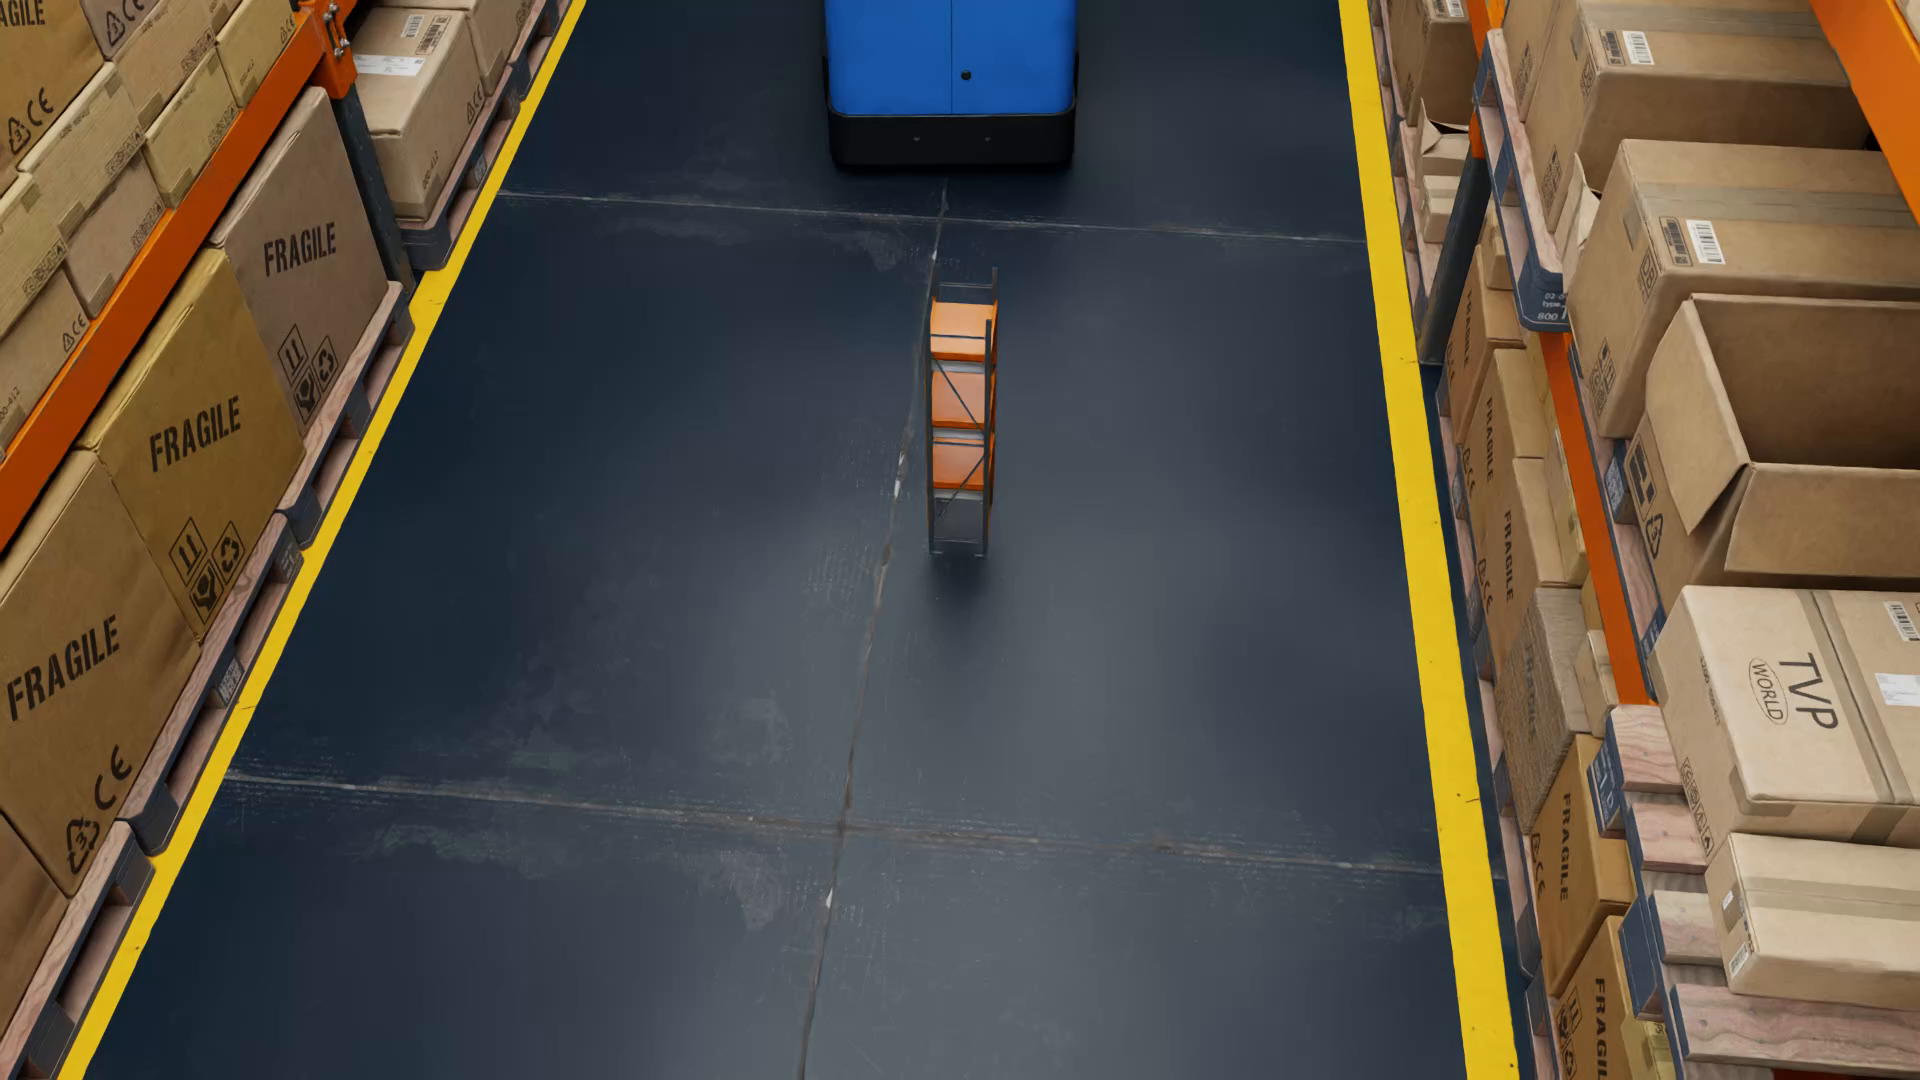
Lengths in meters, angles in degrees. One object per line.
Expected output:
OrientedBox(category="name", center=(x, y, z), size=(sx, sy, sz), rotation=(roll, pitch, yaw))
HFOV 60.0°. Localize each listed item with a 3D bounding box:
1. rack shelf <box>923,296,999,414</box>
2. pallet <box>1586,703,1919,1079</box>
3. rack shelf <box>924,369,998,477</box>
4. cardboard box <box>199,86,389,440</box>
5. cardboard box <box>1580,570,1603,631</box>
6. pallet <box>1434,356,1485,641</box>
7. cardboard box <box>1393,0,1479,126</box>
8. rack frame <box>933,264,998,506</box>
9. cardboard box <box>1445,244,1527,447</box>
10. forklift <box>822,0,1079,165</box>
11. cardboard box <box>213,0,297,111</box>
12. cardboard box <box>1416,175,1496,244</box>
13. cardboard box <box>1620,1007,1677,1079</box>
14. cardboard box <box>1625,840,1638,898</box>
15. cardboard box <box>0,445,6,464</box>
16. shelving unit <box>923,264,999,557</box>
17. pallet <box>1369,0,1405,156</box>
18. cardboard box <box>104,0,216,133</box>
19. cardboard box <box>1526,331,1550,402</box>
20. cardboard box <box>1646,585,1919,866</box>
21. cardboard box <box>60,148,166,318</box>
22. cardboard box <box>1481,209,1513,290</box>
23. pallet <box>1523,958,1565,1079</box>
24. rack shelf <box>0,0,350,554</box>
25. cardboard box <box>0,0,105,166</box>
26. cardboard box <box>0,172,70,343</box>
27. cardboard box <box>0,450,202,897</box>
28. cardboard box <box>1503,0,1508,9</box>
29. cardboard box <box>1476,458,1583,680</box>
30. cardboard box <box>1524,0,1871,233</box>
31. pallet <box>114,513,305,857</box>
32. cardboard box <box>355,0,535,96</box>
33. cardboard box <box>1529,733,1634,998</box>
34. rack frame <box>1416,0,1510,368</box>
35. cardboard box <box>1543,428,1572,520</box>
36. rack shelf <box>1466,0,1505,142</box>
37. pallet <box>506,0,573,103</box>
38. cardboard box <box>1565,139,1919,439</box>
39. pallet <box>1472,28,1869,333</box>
OrientedBox(category="rack shelf", center=(0.005, -0.578, 5.197), size=(0.215, 0.259, 0.240), rotation=(4, 48, 4))
OrientedBox(category="pallet", center=(1.886, 0.811, 3.105), size=(1.213, 0.211, 1.003), rotation=(4, 48, 4))
OrientedBox(category="rack shelf", center=(0.005, -0.386, 5.406), size=(0.215, 0.259, 0.240), rotation=(4, 48, 4))
OrientedBox(category="cardboard box", center=(-2.661, -0.985, 5.773), size=(0.875, 0.875, 0.875), rotation=(5, 48, 5))
OrientedBox(category="cardboard box", center=(1.909, 0.203, 4.502), size=(0.380, 0.149, 0.250), rotation=(4, 48, 4))
OrientedBox(category="pallet", center=(2.222, -0.149, 5.743), size=(1.003, 0.211, 1.213), rotation=(4, 48, 4))
OrientedBox(category="cardboard box", center=(2.262, -2.096, 7.044), size=(0.700, 0.500, 0.500), rotation=(2, 48, 2))
OrientedBox(category="rack frame", center=(0.016, -0.483, 5.481), size=(0.200, 1.050, 0.008), rotation=(4, 48, 4))
OrientedBox(category="cardboard box", center=(1.991, -0.648, 5.719), size=(0.500, 0.500, 0.500), rotation=(6, 48, 5))
OrientedBox(category="forklift", center=(-0.056, -3.668, 7.118), size=(1.130, 2.935, 3.031), rotation=(-1, 48, -1))
OrientedBox(category="cardboard box", center=(-2.474, -1.624, 5.304), size=(0.500, 0.250, 0.500), rotation=(3, 48, 3))
OrientedBox(category="cardboard box", center=(2.017, -1.299, 6.552), size=(0.380, 0.149, 0.250), rotation=(3, 48, 2))
OrientedBox(category="cardboard box", center=(1.681, 1.150, 3.635), size=(0.380, 0.149, 0.250), rotation=(2, 48, 2))
OrientedBox(category="cardboard box", center=(1.818, 0.768, 3.984), size=(0.380, 0.149, 0.250), rotation=(5, 48, 5))
OrientedBox(category="cardboard box", center=(-2.671, -0.137, 3.945), size=(0.500, 0.250, 0.500), rotation=(5, 48, 5))
OrientedBox(category="shelving unit", center=(0.005, -0.394, 5.399), size=(0.215, 1.050, 0.252), rotation=(4, 48, 4))
OrientedBox(category="pallet", center=(2.431, -2.152, 7.576), size=(1.003, 0.211, 1.213), rotation=(4, 48, 4))
OrientedBox(category="cardboard box", center=(-2.521, -1.431, 4.789), size=(0.500, 0.250, 0.500), rotation=(5, 48, 4))
OrientedBox(category="cardboard box", center=(2.001, -0.563, 5.202), size=(0.380, 0.149, 0.250), rotation=(2, 48, 2))
OrientedBox(category="cardboard box", center=(1.668, 0.361, 3.204), size=(0.500, 0.250, 0.500), rotation=(2, 48, 2))
OrientedBox(category="cardboard box", center=(-2.587, -0.880, 4.624), size=(0.500, 0.250, 0.500), rotation=(3, 48, 2))
OrientedBox(category="cardboard box", center=(1.961, -0.961, 5.566), size=(0.380, 0.149, 0.250), rotation=(6, 48, 5))
OrientedBox(category="pallet", center=(2.000, 1.644, 4.103), size=(1.003, 0.211, 1.213), rotation=(4, 48, 4))
OrientedBox(category="rack shelf", center=(-2.867, -0.309, 4.487), size=(1.077, 0.370, 4.000), rotation=(4, 48, 4))
OrientedBox(category="cardboard box", center=(-2.581, -1.295, 4.156), size=(0.500, 0.500, 0.500), rotation=(5, 48, 5))
OrientedBox(category="cardboard box", center=(-2.592, -0.673, 4.095), size=(0.500, 0.250, 0.500), rotation=(5, 48, 4))
OrientedBox(category="cardboard box", center=(-2.818, 0.336, 4.565), size=(0.875, 0.875, 0.875), rotation=(4, 48, 4))
OrientedBox(category="cardboard box", center=(2.036, -1.857, 5.585), size=(0.380, 0.149, 0.250), rotation=(4, 48, 4))
OrientedBox(category="cardboard box", center=(1.902, 0.111, 5.025), size=(0.500, 0.500, 0.500), rotation=(3, 48, 2))
OrientedBox(category="cardboard box", center=(1.945, -1.144, 4.412), size=(0.700, 0.500, 0.500), rotation=(4, 48, 4))
OrientedBox(category="pallet", center=(-2.788, 0.391, 5.249), size=(1.003, 0.211, 1.213), rotation=(4, 48, 4))
OrientedBox(category="cardboard box", center=(-2.440, -2.410, 7.373), size=(0.875, 0.438, 0.875), rotation=(3, 48, 2))
OrientedBox(category="cardboard box", center=(1.820, 0.874, 4.327), size=(0.500, 0.500, 0.500), rotation=(6, 48, 5))
OrientedBox(category="rack frame", center=(2.259, -1.690, 5.263), size=(1.000, 3.000, 0.127), rotation=(4, 48, 4))
OrientedBox(category="cardboard box", center=(1.929, -0.180, 4.851), size=(0.380, 0.149, 0.250), rotation=(4, 48, 3))
OrientedBox(category="rack shelf", center=(2.441, -2.917, 6.873), size=(1.077, 0.370, 4.000), rotation=(4, 48, 4))
OrientedBox(category="pallet", center=(-2.429, -2.532, 7.923), size=(1.003, 0.211, 1.213), rotation=(4, 48, 4))
OrientedBox(category="cardboard box", center=(1.873, -0.568, 3.884), size=(0.700, 0.500, 0.500), rotation=(4, 48, 3))
OrientedBox(category="pallet", center=(2.077, -1.045, 4.803), size=(1.003, 0.211, 1.213), rotation=(4, 48, 4))
